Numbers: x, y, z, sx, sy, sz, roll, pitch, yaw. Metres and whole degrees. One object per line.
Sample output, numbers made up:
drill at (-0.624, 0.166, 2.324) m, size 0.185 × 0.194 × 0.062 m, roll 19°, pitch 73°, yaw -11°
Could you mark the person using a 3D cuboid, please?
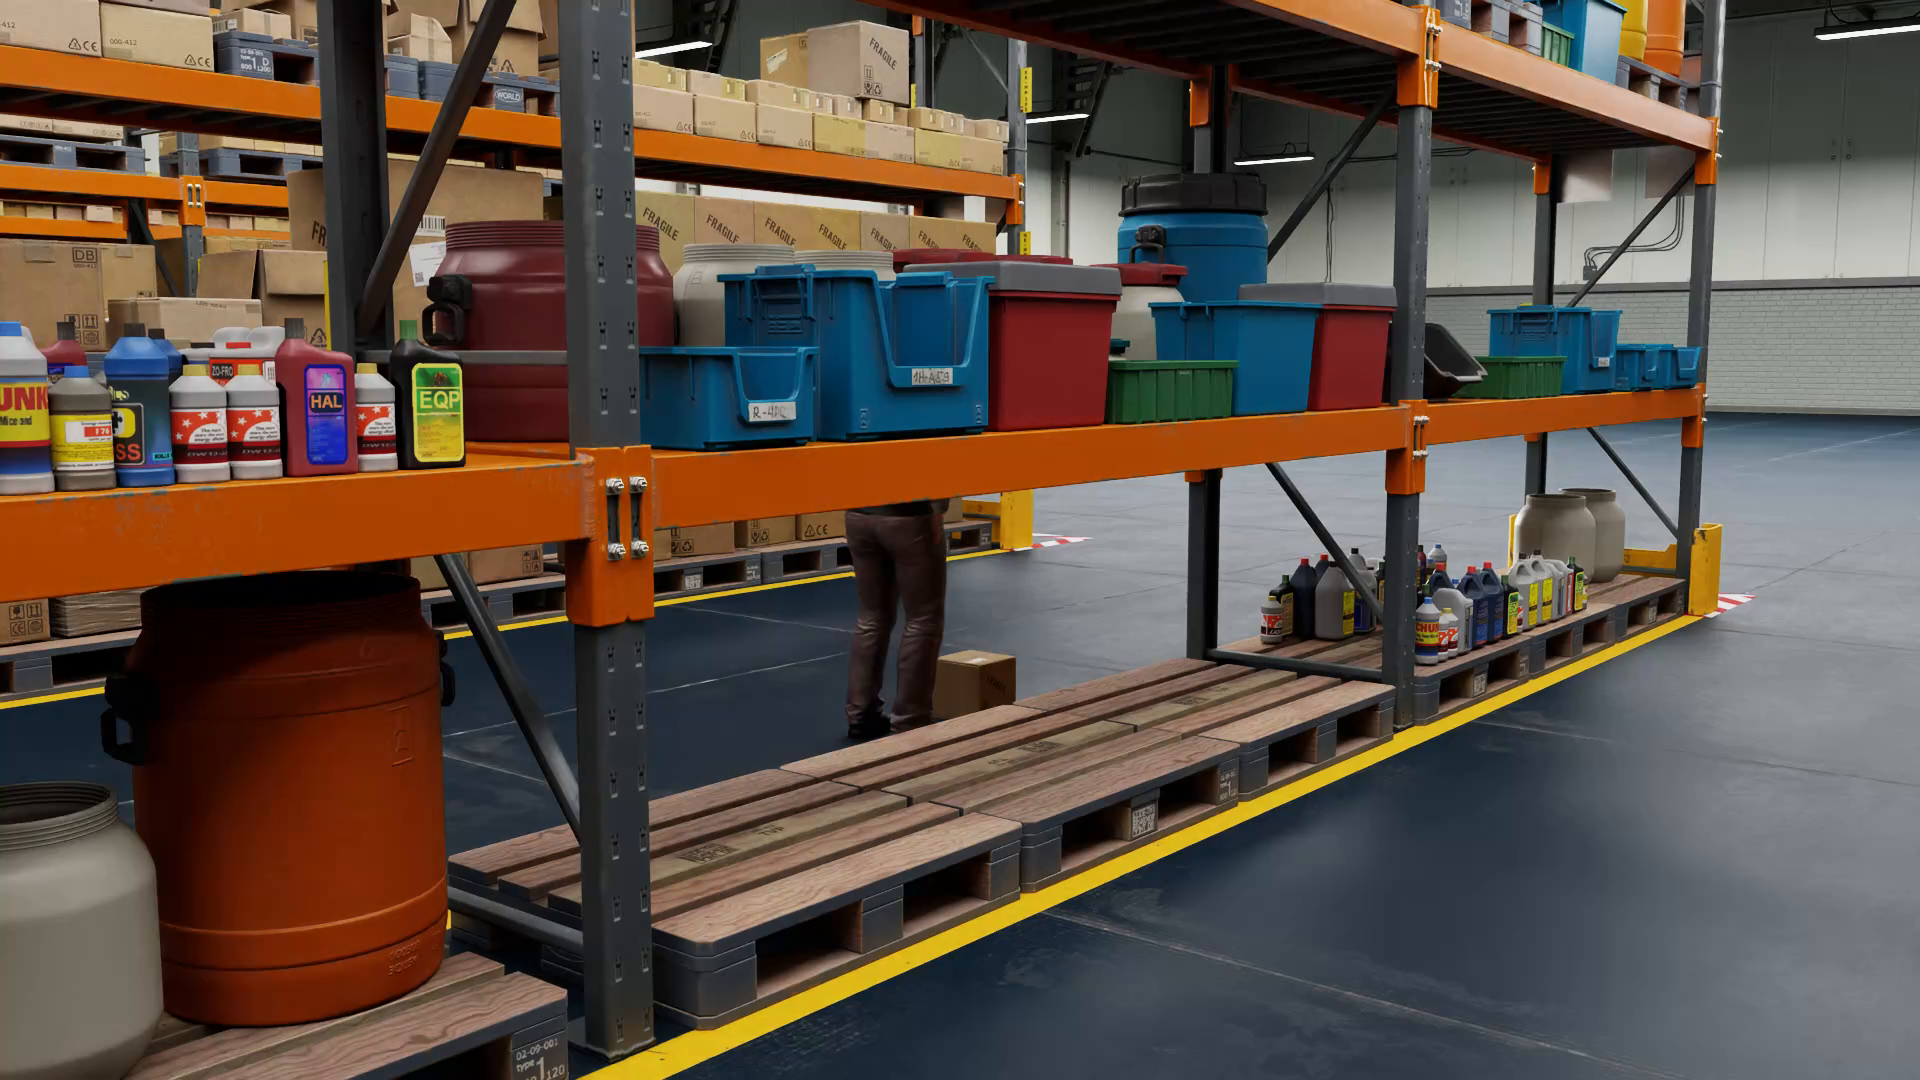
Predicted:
person at (-0.269, -0.067, 6.492) m, size 0.535 × 1.714 × 0.354 m, roll 6°, pitch 9°, yaw 40°
